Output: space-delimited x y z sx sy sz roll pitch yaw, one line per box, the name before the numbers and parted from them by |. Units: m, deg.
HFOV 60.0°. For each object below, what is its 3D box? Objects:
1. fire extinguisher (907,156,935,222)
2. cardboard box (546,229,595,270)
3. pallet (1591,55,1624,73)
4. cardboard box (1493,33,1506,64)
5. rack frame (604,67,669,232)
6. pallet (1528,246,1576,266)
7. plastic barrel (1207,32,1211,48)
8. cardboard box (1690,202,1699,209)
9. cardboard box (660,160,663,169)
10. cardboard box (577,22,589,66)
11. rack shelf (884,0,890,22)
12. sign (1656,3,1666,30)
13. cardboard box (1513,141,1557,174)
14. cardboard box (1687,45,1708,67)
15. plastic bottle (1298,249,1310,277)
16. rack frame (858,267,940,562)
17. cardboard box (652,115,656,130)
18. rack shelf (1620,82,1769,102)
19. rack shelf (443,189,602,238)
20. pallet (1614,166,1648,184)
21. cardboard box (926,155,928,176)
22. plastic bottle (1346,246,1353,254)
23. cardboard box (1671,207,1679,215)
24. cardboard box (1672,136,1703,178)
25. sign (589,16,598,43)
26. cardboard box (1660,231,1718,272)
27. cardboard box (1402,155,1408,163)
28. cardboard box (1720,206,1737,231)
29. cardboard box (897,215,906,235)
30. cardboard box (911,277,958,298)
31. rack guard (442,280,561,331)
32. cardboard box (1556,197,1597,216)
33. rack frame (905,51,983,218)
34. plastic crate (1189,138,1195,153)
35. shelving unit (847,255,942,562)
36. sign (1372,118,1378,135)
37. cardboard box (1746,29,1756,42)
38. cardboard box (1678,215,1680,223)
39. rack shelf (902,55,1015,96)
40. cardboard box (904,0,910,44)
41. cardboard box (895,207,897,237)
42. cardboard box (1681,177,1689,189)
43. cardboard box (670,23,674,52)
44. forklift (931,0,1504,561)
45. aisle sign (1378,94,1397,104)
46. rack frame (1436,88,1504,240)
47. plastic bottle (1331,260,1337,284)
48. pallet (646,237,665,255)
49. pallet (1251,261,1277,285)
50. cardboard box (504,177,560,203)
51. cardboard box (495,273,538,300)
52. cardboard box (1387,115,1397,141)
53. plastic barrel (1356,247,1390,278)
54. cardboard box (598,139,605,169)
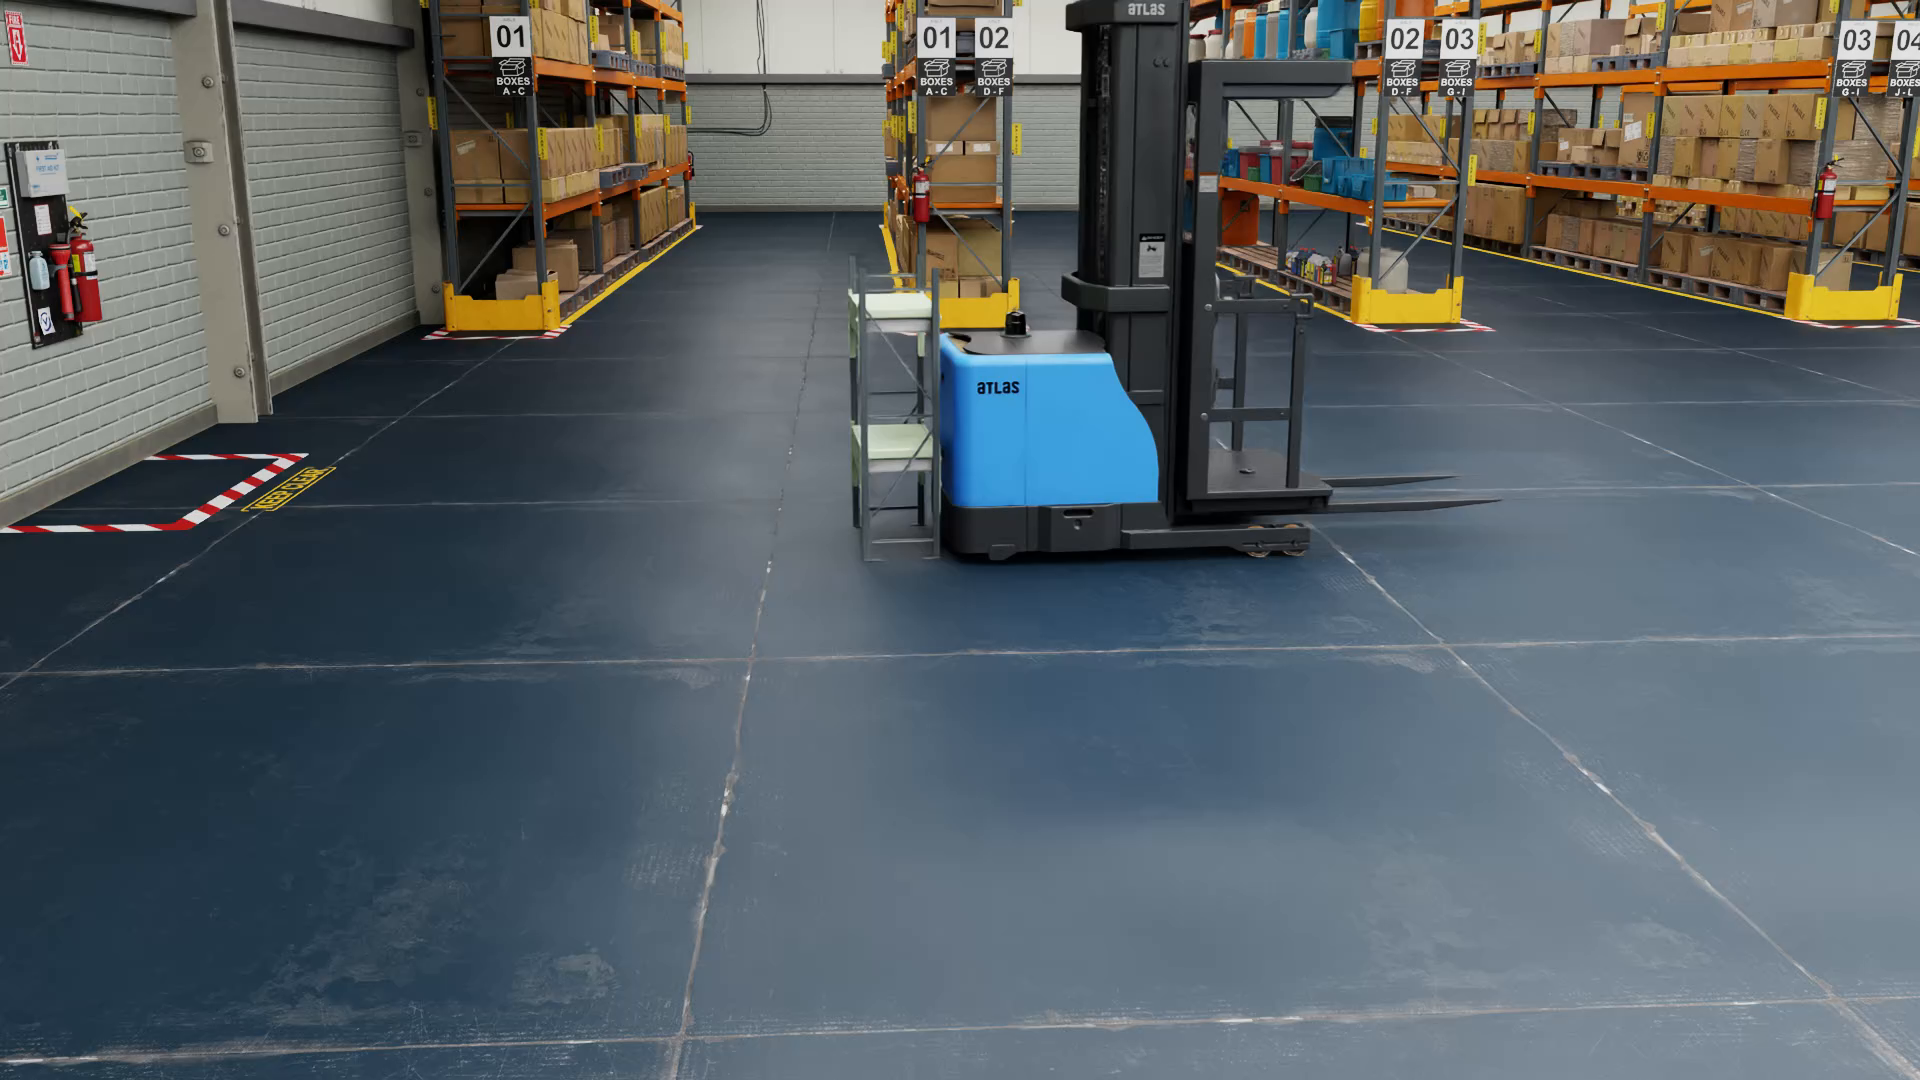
fire extinguisher | -0.411 -3.712 17.588 0.296 0.674 0.183 -1 14 -3
cardboard box | -5.209 -3.888 22.253 0.700 0.500 0.500 0 14 -2
pallet | 9.686 -6.707 23.433 1.213 0.211 1.003 -1 14 -3
cardboard box | 9.289 -8.141 27.578 0.797 0.503 0.637 -1 14 -4
rack frame | -5.642 -6.693 29.019 1.000 3.000 0.127 -1 14 -3
pallet | 9.484 -4.383 25.636 1.003 0.211 1.213 -1 14 -3
plastic barrel | 4.505 -8.369 28.294 0.600 0.588 0.600 0 14 0
cardboard box | 13.809 -6.232 30.912 0.380 0.149 0.250 -1 14 -3
cardboard box | -5.299 -6.439 28.495 0.380 0.149 0.250 -1 14 -2
cardboard box | -4.868 -6.092 20.422 0.500 0.500 0.500 0 14 -2
rack shelf | -0.822 -9.823 30.595 1.077 0.370 4.000 -1 14 -3
sign | 9.131 -6.817 21.654 0.100 0.325 0.005 -1 14 -3
cardboard box | 9.159 -6.095 26.494 0.500 0.500 0.500 0 14 -2
cardboard box | 9.495 -6.065 20.861 0.500 0.250 0.500 -1 14 -4
plastic bottle | 4.389 -3.532 21.168 0.144 0.351 0.185 -1 15 -6
rack frame | -0.303 -0.621 8.431 0.400 1.500 0.023 -2 15 -7
cardboard box | -5.304 -6.892 27.449 0.500 0.250 0.500 -1 14 -2
rack shelf | 14.022 -8.575 31.759 1.077 0.370 4.000 -1 14 -3
rack shelf | -5.023 -3.857 19.442 1.077 0.370 4.000 -1 14 -3
pallet | 9.783 -5.032 22.949 1.003 0.211 1.213 -1 14 -3
cardboard box | -0.033 -4.205 19.148 0.700 0.500 0.500 -1 14 -3
plastic bottle | 5.069 -3.631 21.550 0.144 0.351 0.185 -1 14 -5
cardboard box | 13.793 -6.274 31.674 0.380 0.149 0.250 -1 14 -2
cardboard box | 9.647 -4.887 21.204 0.875 0.500 0.500 -1 14 -3
sign | -4.605 -6.417 20.888 0.100 0.325 0.005 -1 14 -3
cardboard box | 9.670 -3.825 22.048 0.500 0.500 0.500 -1 14 -5
cardboard box | 8.731 -7.319 31.958 0.380 0.149 0.250 -1 14 -5
cardboard box | 13.927 -5.779 29.639 0.500 0.500 0.500 0 14 -1
cardboard box | -0.670 -4.653 24.643 0.500 0.311 0.500 -1 14 -5
cardboard box | -0.283 -2.786 18.511 0.500 0.250 0.500 -1 14 -3
rack guard | -4.903 -2.517 17.805 1.175 0.500 0.348 -1 14 -3
cardboard box | 9.509 -5.127 25.561 0.500 0.250 0.500 0 14 -1
rack frame | -0.203 -4.781 21.587 1.000 3.000 0.127 -1 14 -3
plastic crate | 4.441 -7.132 30.476 0.402 0.464 0.583 -1 14 -3
shelving unit | -0.351 -0.712 8.782 0.431 1.500 0.755 -2 15 -7
sign | 8.387 -8.368 33.632 0.100 0.325 0.005 -1 14 -3
cardboard box | 9.560 -5.968 19.682 0.380 0.149 0.250 -2 15 -6
cardboard box | 13.873 -6.087 31.541 0.380 0.149 0.250 -1 14 -5
rack shelf | -0.079 -5.387 19.370 1.077 0.370 4.000 -1 14 -3
cardboard box | -0.435 -6.424 20.628 0.500 0.500 0.500 0 14 1
cardboard box | -0.813 -5.266 27.607 0.500 0.500 0.500 -1 14 -6
cardboard box | 9.469 -4.567 21.260 0.380 0.149 0.250 -1 14 -3
cardboard box | -5.481 -9.120 30.185 0.500 0.500 0.500 -1 14 -3
forklift | 1.398 -1.456 8.803 3.031 2.935 1.130 -2 15 -7
aisle sign | 8.638 -9.189 33.504 0.394 0.787 0.004 -1 14 -3
rack frame | 9.189 -6.922 29.910 1.000 3.000 0.127 -1 14 -3
plastic bottle | 4.556 -3.274 20.299 0.061 0.283 0.133 -1 14 -3
pallet | -5.441 -4.847 27.443 1.003 0.211 1.213 -1 14 -3
pallet | 4.654 -3.700 22.985 1.003 0.211 1.213 -1 14 -3
cardboard box | -4.612 -3.772 17.927 0.500 0.250 0.500 -1 14 -5
cardboard box | -4.852 -2.793 18.374 0.500 0.311 0.500 -3 15 -10
cardboard box | 8.733 -8.104 32.702 0.500 0.500 0.500 -1 14 -5
plastic barrel | 4.841 -3.147 19.388 0.421 0.512 0.421 0 14 0
cardboard box | -5.171 -5.231 22.253 0.700 0.500 0.500 1 14 2
